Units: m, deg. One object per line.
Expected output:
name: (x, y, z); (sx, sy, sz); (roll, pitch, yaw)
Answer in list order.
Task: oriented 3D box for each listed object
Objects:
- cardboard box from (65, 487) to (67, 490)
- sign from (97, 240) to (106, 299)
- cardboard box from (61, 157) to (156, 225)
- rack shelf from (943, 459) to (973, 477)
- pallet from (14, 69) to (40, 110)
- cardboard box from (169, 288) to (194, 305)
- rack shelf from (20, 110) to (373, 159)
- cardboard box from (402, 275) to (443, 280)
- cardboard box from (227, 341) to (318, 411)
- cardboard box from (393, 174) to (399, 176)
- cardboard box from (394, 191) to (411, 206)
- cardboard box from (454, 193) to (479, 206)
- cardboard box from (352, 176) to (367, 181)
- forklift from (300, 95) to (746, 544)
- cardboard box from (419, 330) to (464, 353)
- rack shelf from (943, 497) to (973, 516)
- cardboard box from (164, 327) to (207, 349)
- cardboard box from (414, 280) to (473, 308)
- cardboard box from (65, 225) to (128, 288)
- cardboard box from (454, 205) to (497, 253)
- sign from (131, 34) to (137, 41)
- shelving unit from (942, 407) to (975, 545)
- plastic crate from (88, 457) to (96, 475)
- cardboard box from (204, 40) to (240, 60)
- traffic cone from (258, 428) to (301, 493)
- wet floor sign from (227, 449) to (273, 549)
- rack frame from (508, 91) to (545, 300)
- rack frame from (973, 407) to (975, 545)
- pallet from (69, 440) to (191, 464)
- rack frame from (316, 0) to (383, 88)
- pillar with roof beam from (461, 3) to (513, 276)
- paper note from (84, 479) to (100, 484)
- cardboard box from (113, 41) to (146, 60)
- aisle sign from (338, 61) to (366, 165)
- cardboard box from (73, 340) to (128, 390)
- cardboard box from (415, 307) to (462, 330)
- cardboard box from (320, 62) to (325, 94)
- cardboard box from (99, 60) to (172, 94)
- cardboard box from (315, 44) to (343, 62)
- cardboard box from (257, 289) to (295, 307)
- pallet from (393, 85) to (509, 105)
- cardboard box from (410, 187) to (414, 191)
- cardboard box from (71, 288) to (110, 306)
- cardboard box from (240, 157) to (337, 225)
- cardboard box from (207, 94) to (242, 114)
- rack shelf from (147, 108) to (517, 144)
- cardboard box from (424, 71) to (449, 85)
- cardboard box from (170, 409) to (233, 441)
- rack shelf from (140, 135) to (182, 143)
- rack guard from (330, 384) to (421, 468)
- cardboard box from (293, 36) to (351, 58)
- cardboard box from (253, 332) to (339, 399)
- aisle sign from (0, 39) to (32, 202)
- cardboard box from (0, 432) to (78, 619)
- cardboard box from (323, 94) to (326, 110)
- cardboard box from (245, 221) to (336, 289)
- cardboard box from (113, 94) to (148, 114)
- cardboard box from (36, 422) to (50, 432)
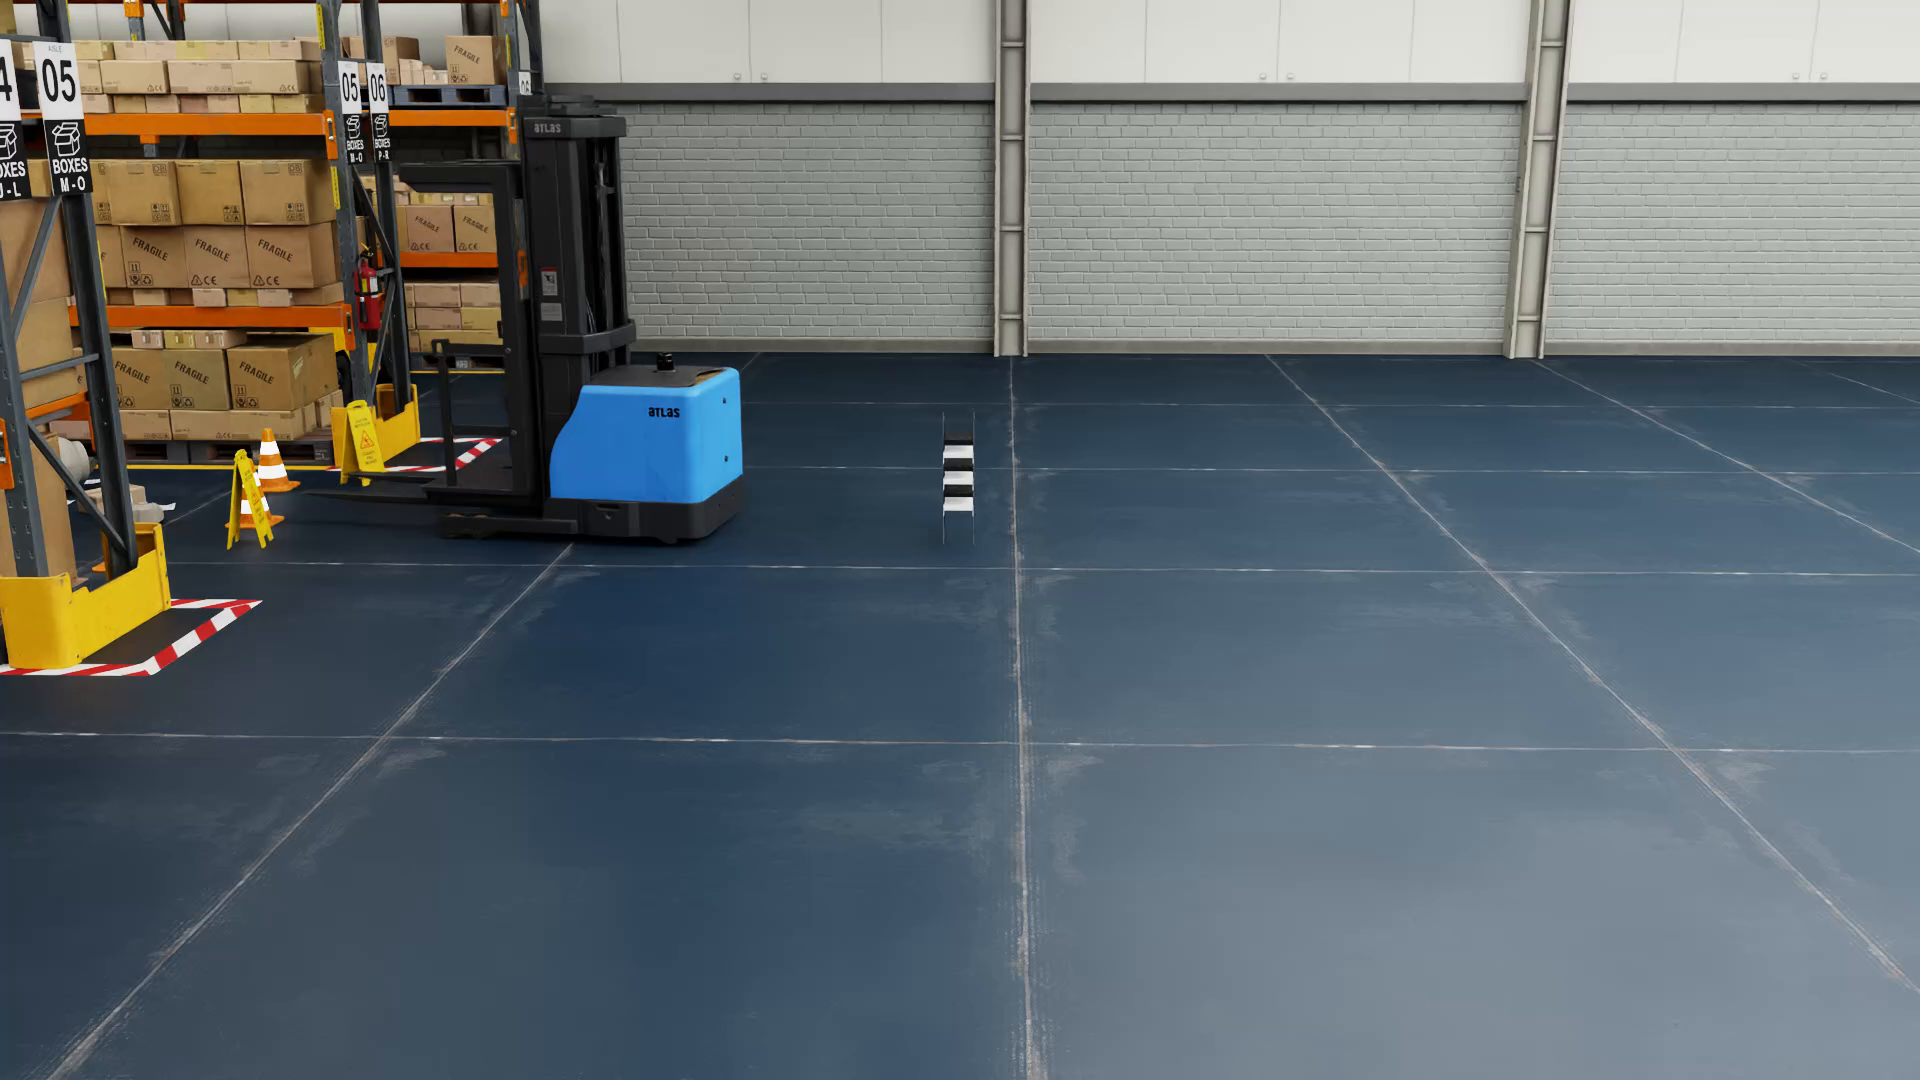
cardboard box: (-6.670, -0.341, 11.645); (0.637, 0.503, 0.797); (-11, 19, -37)
sign: (-4.855, -1.517, 9.359); (0.005, 0.325, 0.100); (0, 15, 1)
cardboard box: (-6.879, -2.826, 13.433); (0.500, 0.500, 0.700); (0, 15, 1)
rack shelf: (-0.008, -0.490, 11.211); (0.200, 0.077, 0.258); (0, 15, 1)
pallet: (-5.617, -2.329, 8.580); (1.213, 0.211, 1.003); (0, 15, 1)
cardboard box: (-6.251, -2.020, 13.610); (0.250, 0.149, 0.380); (1, 15, 2)
rack shelf: (-6.849, -3.298, 13.489); (4.000, 0.370, 1.077); (0, 15, 1)
cardboard box: (-6.201, -2.865, 18.924); (0.500, 0.250, 0.500); (0, 15, 1)
cardboard box: (-5.657, -1.357, 13.700); (0.500, 0.500, 0.500); (0, 15, 2)
cardboard box: (-6.353, -4.046, 18.746); (0.250, 0.149, 0.380); (0, 15, 0)
cardboard box: (-6.110, -3.746, 18.192); (0.250, 0.149, 0.380); (0, 15, 0)
cardboard box: (-5.336, -3.735, 18.148); (0.250, 0.149, 0.380); (1, 15, 2)
cardboard box: (-6.623, -3.911, 18.232); (0.250, 0.149, 0.380); (1, 15, 2)
forklift: (-3.111, -1.551, 11.474); (3.031, 2.935, 1.130); (3, 15, 10)
cardboard box: (-5.701, -2.250, 18.553); (0.500, 0.250, 0.500); (0, 15, 1)
rack shelf: (-0.008, -0.229, 11.280); (0.200, 0.077, 0.258); (0, 15, 1)
cardboard box: (-6.277, -1.658, 13.570); (0.250, 0.149, 0.380); (1, 15, 2)
cardboard box: (-5.705, -2.730, 18.415); (0.500, 0.250, 0.500); (1, 15, 2)
cardboard box: (-6.906, -2.324, 13.490); (0.500, 0.500, 0.500); (1, 15, 2)
cardboard box: (-5.225, -3.432, 18.274); (0.500, 0.500, 0.500); (0, 15, 0)
sign: (-8.729, -5.188, 17.614); (0.005, 0.325, 0.100); (0, 15, 1)
shelving unit: (-0.008, -0.435, 11.225); (0.210, 0.900, 0.258); (0, 15, 1)
plastic crate: (-7.299, -0.577, 13.370); (0.583, 0.080, 0.402); (-5, 16, -18)
cardboard box: (-5.707, -3.832, 13.033); (0.250, 0.149, 0.380); (0, 15, 1)
traffic cone: (-5.312, -0.629, 12.818); (0.334, 0.463, 0.336); (0, 15, 1)
wet floor sign: (-4.795, -0.285, 11.157); (0.232, 0.644, 0.267); (-2, 15, -8)
rack frame: (-4.726, -3.448, 18.528); (0.127, 3.000, 1.000); (0, 15, 1)
rack frame: (0.094, -0.435, 11.223); (0.006, 0.900, 0.240); (0, 15, 1)
pallet: (-6.953, -0.857, 14.175); (1.213, 0.211, 1.003); (0, 15, 1)
rack frame: (-4.849, -5.083, 12.965); (0.127, 3.000, 1.000); (0, 15, 1)
pillar with roof beam: (-5.509, -5.485, 14.490); (0.400, 9.000, 9.100); (0, 15, 1)
paper note: (-6.788, -0.469, 13.060); (0.148, 0.019, 0.142); (-5, 16, -18)
cardboard box: (-6.465, -3.858, 13.134); (0.250, 0.149, 0.380); (0, 15, 0)
aisle sign: (-4.795, -3.365, 13.117); (0.004, 0.787, 0.394); (0, 15, 1)
cardboard box: (-7.211, -1.367, 13.739); (0.500, 0.500, 0.500); (1, 15, 4)
cardboard box: (-5.722, -2.493, 18.494); (0.500, 0.250, 0.500); (0, 15, 1)
cardboard box: (-5.345, -3.775, 13.599); (0.500, 0.250, 0.500); (0, 15, 0)
cardboard box: (-6.389, -3.644, 13.103); (0.500, 0.250, 0.500); (1, 15, 3)
cardboard box: (-5.199, -3.951, 13.484); (0.250, 0.149, 0.380); (0, 15, 1)
cardboard box: (-5.485, -1.982, 13.464); (0.250, 0.149, 0.380); (0, 15, 1)
pallet: (-5.432, -4.867, 18.200); (1.213, 0.211, 1.003); (0, 15, 1)
cardboard box: (-5.846, -3.911, 18.234); (0.250, 0.149, 0.380); (0, 15, 2)
cardboard box: (-7.010, -1.998, 13.524); (0.250, 0.149, 0.380); (0, 15, 1)
cardboard box: (-5.366, -2.805, 13.354); (0.500, 0.500, 0.700); (0, 15, 0)
cardboard box: (-5.728, -3.446, 13.132); (0.250, 0.149, 0.380); (1, 15, 3)
rack shelf: (-6.726, -4.563, 18.287); (4.000, 0.370, 1.077); (0, 15, 1)
cardboard box: (-5.562, -4.956, 17.838); (0.250, 0.149, 0.380); (0, 15, 0)
cardboard box: (-6.182, -0.998, 13.808); (0.500, 0.250, 0.500); (0, 15, 2)
rack shelf: (-10.724, -4.589, 18.386); (4.000, 0.370, 1.077); (0, 15, 1)
rack guard: (-4.925, -0.974, 14.051); (0.348, 0.500, 1.175); (0, 15, 1)
cardboard box: (-6.780, -5.186, 18.015); (0.637, 0.503, 0.797); (1, 15, 3)
cardboard box: (-5.672, -1.494, 14.219); (0.500, 0.500, 0.500); (0, 15, 0)
aisle sign: (-4.811, -2.099, 8.320); (0.004, 0.787, 0.394); (0, 15, 1)
cardboard box: (-5.554, -0.082, 9.114); (0.875, 0.875, 0.875); (0, 15, 2)
cardboard box: (-5.173, -3.596, 13.702); (0.250, 0.149, 0.380); (0, 15, 1)
cardboard box: (-5.399, -2.307, 13.427); (0.500, 0.500, 0.500); (0, 15, 0)
cardboard box: (-6.493, -3.457, 13.177); (0.250, 0.149, 0.380); (0, 15, 0)
cardboard box: (-7.731, -1.008, 13.849); (0.500, 0.250, 0.500); (1, 15, 5)
